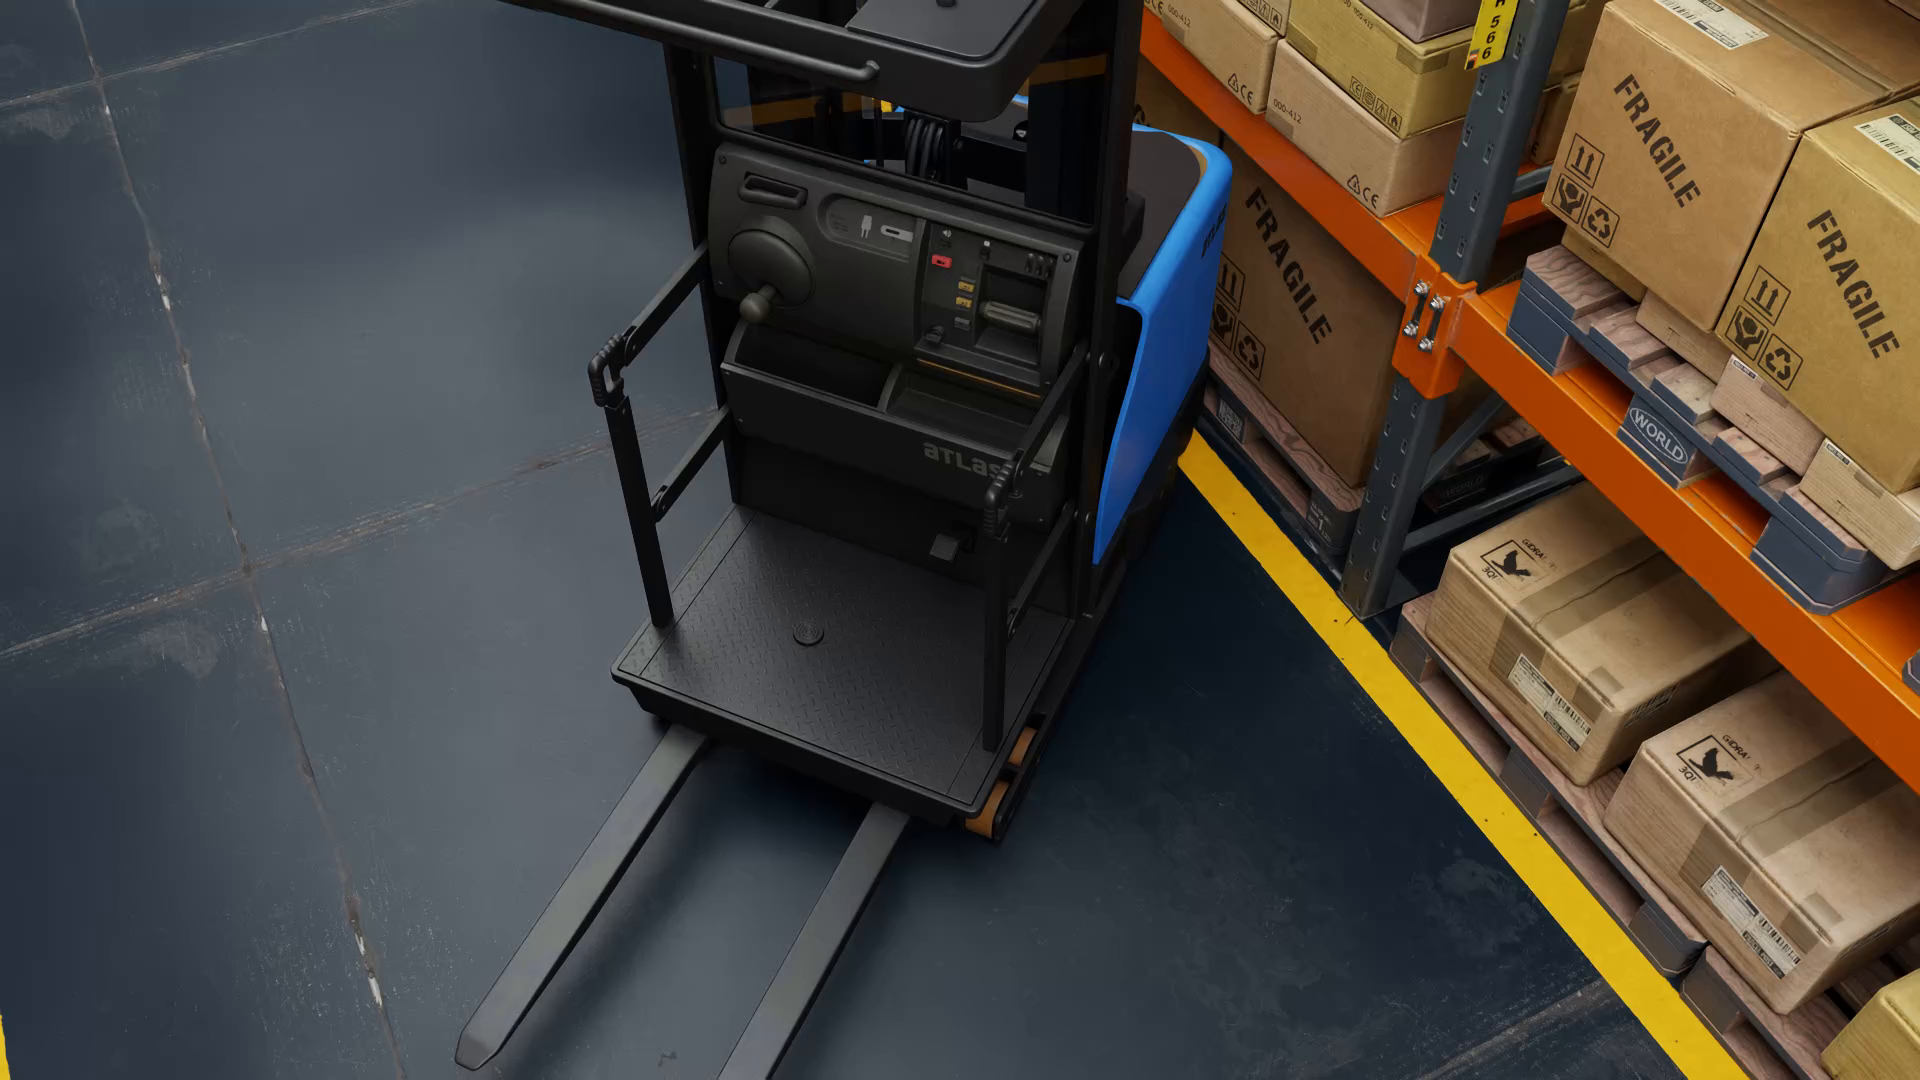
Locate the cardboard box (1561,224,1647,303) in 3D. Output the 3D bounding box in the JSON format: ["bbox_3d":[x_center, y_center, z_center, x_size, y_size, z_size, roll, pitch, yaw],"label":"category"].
[{"bbox_3d":[1.610,-0.724,3.778,0.380,0.149,0.250,-24,53,-20],"label":"cardboard box"}]

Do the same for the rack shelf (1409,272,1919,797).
[{"bbox_3d":[2.541,0.625,3.188,1.077,0.370,4.000,-21,52,-18],"label":"rack shelf"}]

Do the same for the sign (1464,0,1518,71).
[{"bbox_3d":[1.134,-1.138,3.483,0.100,0.325,0.005,-21,52,-18],"label":"sign"}]

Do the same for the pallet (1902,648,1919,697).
[{"bbox_3d":[2.568,0.424,3.014,1.003,0.211,1.213,-21,52,-18],"label":"pallet"}]

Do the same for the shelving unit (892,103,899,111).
[{"bbox_3d":[0.043,-1.726,5.350,0.431,2.100,0.503,-26,54,-17],"label":"shelving unit"}]

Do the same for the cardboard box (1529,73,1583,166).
[{"bbox_3d":[1.626,-1.315,4.507,0.500,0.250,0.500,-22,52,-18],"label":"cardboard box"}]

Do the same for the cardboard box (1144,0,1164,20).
[{"bbox_3d":[0.700,-1.829,4.956,0.500,0.250,0.500,-22,52,-18],"label":"cardboard box"}]

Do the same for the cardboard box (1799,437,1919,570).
[{"bbox_3d":[1.901,-0.133,3.262,0.380,0.149,0.250,-21,52,-17],"label":"cardboard box"}]

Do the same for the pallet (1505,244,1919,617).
[{"bbox_3d":[2.047,-0.447,3.775,1.213,0.211,1.003,-21,52,-18],"label":"pallet"}]

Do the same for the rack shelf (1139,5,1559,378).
[{"bbox_3d":[0.711,-2.052,5.530,1.077,0.370,4.000,-21,52,-18],"label":"rack shelf"}]

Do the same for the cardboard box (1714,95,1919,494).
[{"bbox_3d":[1.871,-0.492,3.145,0.500,0.500,0.500,-19,51,-16],"label":"cardboard box"}]

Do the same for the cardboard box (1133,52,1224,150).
[{"bbox_3d":[0.980,-1.478,5.683,0.875,0.875,0.875,-21,52,-17],"label":"cardboard box"}]

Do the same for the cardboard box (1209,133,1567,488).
[{"bbox_3d":[1.384,-0.880,5.159,0.875,0.875,0.875,-22,52,-18],"label":"cardboard box"}]

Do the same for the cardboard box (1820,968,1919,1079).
[{"bbox_3d":[2.563,1.159,3.710,0.950,0.372,0.625,-20,52,-16],"label":"cardboard box"}]

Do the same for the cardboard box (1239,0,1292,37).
[{"bbox_3d":[0.941,-1.644,4.463,0.500,0.250,0.500,-22,53,-18],"label":"cardboard box"}]

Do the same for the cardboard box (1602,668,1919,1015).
[{"bbox_3d":[2.221,0.649,4.156,0.950,0.372,0.625,-22,52,-18],"label":"cardboard box"}]

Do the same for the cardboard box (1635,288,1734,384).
[{"bbox_3d":[1.709,-0.523,3.603,0.380,0.149,0.250,-24,53,-20],"label":"cardboard box"}]

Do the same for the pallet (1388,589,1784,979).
[{"bbox_3d":[1.982,0.491,4.680,1.003,0.211,1.213,-21,52,-18],"label":"pallet"}]

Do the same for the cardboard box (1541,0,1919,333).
[{"bbox_3d":[1.626,-0.838,3.447,0.500,0.500,0.500,-23,53,-19],"label":"cardboard box"}]

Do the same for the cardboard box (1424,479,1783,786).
[{"bbox_3d":[1.876,0.158,4.586,0.950,0.372,0.625,-24,53,-20],"label":"cardboard box"}]

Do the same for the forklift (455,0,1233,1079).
[{"bbox_3d":[-0.258,-0.535,3.771,1.130,2.935,3.031,19,51,16],"label":"forklift"}]

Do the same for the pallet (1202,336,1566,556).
[{"bbox_3d":[1.332,-0.586,5.622,1.003,0.211,1.213,-21,52,-18],"label":"pallet"}]

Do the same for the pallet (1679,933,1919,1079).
[{"bbox_3d":[2.537,1.307,3.967,1.003,0.211,1.213,-21,52,-18],"label":"pallet"}]

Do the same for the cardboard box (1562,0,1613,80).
[{"bbox_3d":[1.614,-1.490,4.328,0.500,0.250,0.500,-22,52,-18],"label":"cardboard box"}]

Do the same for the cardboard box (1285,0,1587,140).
[{"bbox_3d":[1.179,-1.302,4.164,0.500,0.250,0.500,-21,52,-18],"label":"cardboard box"}]

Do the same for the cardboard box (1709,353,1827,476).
[{"bbox_3d":[1.793,-0.324,3.429,0.380,0.149,0.250,-24,53,-20],"label":"cardboard box"}]

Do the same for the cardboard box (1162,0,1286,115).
[{"bbox_3d":[0.916,-1.486,4.657,0.500,0.250,0.500,-20,52,-17],"label":"cardboard box"}]

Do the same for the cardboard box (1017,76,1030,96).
[{"bbox_3d":[0.571,-2.077,6.206,0.875,0.875,0.875,-20,52,-16],"label":"cardboard box"}]

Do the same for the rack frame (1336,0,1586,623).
[{"bbox_3d":[1.626,-0.950,4.088,1.000,3.000,0.127,-21,52,-18],"label":"rack frame"}]

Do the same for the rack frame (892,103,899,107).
[{"bbox_3d":[-0.082,-1.883,5.488,0.400,2.100,0.015,-26,54,-17],"label":"rack frame"}]

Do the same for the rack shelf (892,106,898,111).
[{"bbox_3d":[0.074,-1.270,5.899,0.431,0.518,0.480,-26,54,-17],"label":"rack shelf"}]

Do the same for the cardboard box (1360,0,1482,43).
[{"bbox_3d":[1.157,-1.568,3.898,0.500,0.500,0.500,-22,53,-18],"label":"cardboard box"}]

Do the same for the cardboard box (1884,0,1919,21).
[{"bbox_3d":[2.081,-1.011,3.598,0.500,0.500,0.500,-23,53,-19],"label":"cardboard box"}]

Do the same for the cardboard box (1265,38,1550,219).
[{"bbox_3d":[1.164,-1.150,4.363,0.500,0.250,0.500,-23,53,-19],"label":"cardboard box"}]

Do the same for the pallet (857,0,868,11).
[{"bbox_3d":[0.216,-2.219,7.050,1.003,0.211,1.213,-21,52,-18],"label":"pallet"}]
